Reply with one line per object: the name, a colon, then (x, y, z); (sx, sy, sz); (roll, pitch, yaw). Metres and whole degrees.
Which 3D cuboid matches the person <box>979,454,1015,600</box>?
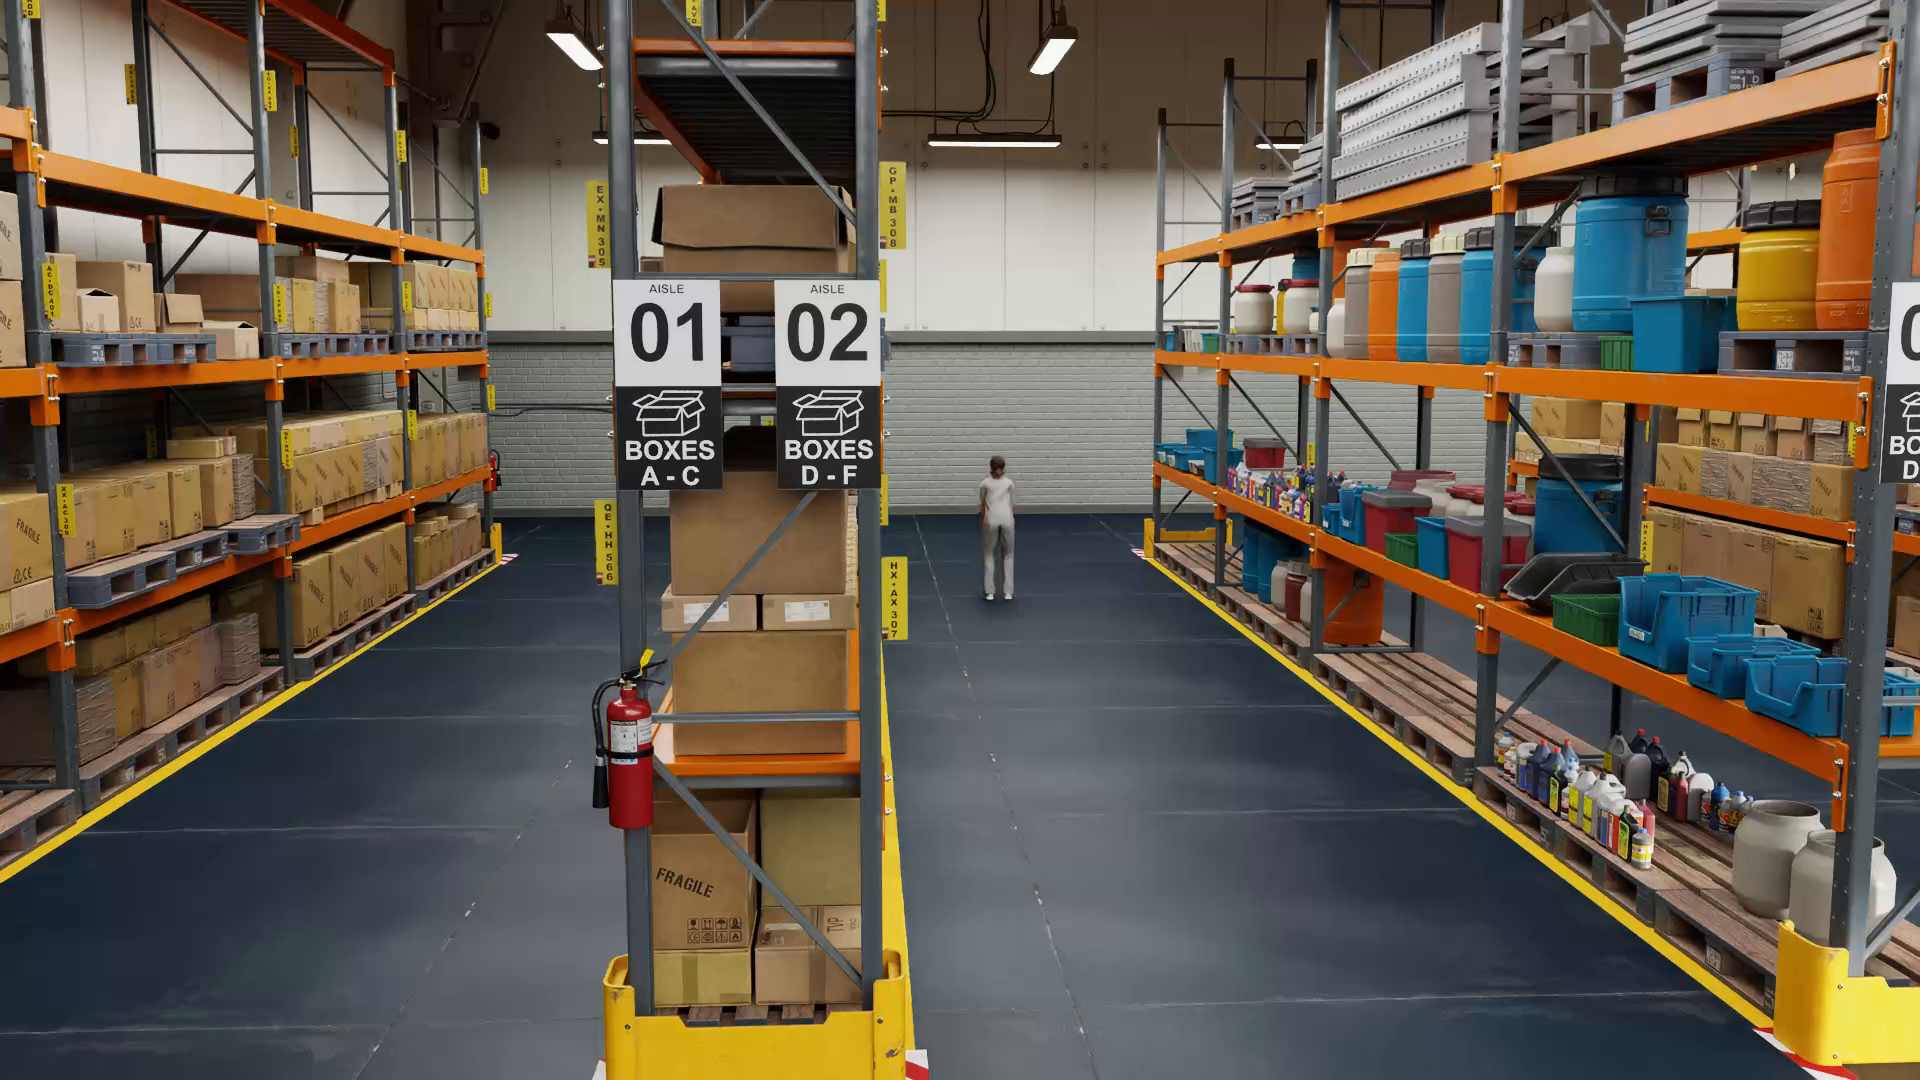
person: (0.422, -0.157, 19.121); (0.410, 1.664, 0.514); (-1, 7, -5)
